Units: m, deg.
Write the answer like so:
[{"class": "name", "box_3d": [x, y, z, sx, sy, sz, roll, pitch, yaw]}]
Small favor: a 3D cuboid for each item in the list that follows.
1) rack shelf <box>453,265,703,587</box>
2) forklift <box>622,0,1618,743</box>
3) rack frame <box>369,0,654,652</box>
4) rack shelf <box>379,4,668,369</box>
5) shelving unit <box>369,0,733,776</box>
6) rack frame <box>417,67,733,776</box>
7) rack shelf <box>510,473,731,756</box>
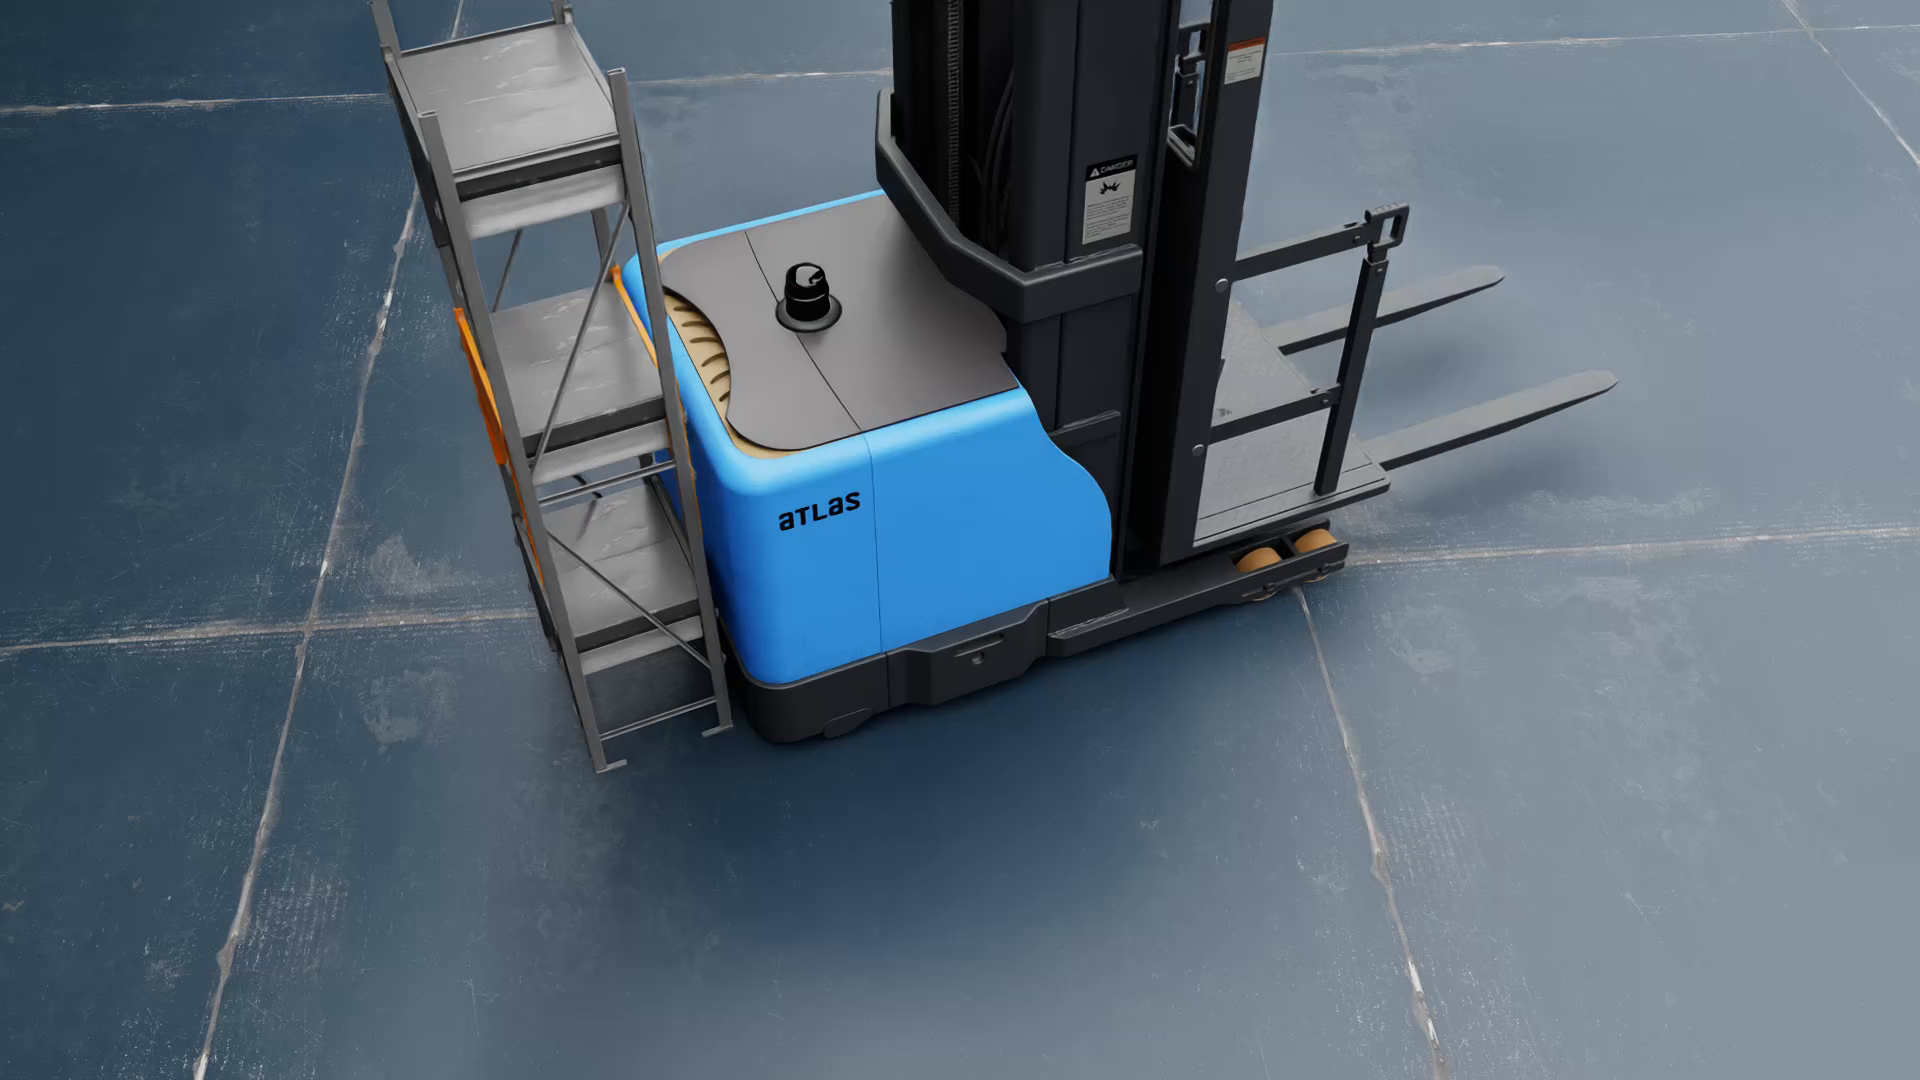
[{"class": "rack shelf", "box_3d": [-0.932, -0.283, 4.090, 0.431, 0.518, 0.480, -18, 49, -16]}, {"class": "forklift", "box_3d": [0.633, -1.158, 4.328, 3.031, 2.935, 1.130, -18, 49, -16]}, {"class": "rack frame", "box_3d": [-1.033, -0.453, 4.233, 0.400, 2.100, 0.015, -18, 49, -16]}, {"class": "rack shelf", "box_3d": [-0.932, -0.764, 3.582, 0.431, 0.518, 0.480, -18, 49, -16]}, {"class": "shelving unit", "box_3d": [-0.932, -0.292, 4.080, 0.431, 2.100, 0.503, -18, 49, -16]}, {"class": "rack frame", "box_3d": [-0.832, -0.131, 3.928, 0.400, 2.100, 0.015, -18, 49, -16]}, {"class": "rack shelf", "box_3d": [-0.932, 0.199, 4.599, 0.431, 0.518, 0.480, -18, 49, -16]}]
